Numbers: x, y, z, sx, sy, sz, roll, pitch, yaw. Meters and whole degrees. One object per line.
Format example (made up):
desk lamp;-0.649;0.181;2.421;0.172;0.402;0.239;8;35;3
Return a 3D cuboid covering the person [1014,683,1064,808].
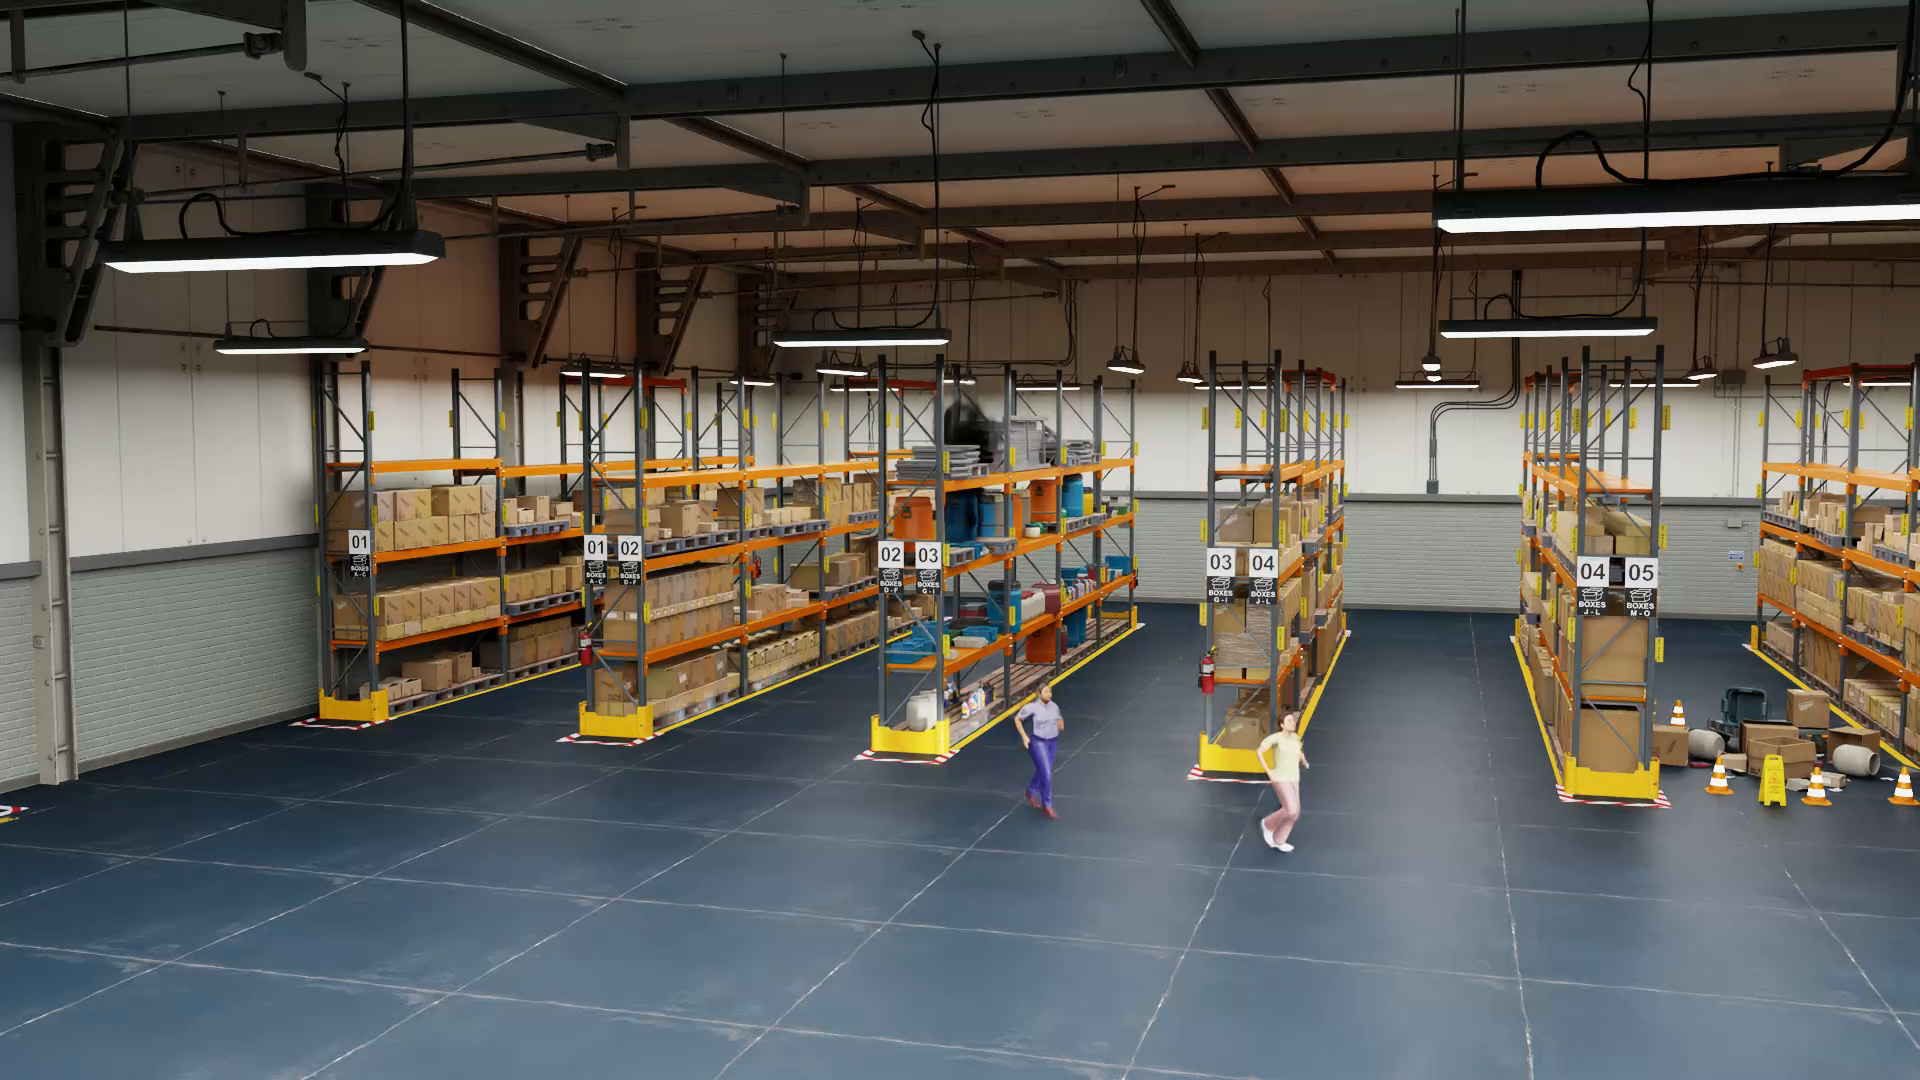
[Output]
person;1.050;2.590;21.183;0.588;1.554;0.731;-4;5;-41

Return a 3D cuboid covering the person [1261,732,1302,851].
person;3.760;2.920;19.360;0.568;1.396;0.388;-3;5;-33
